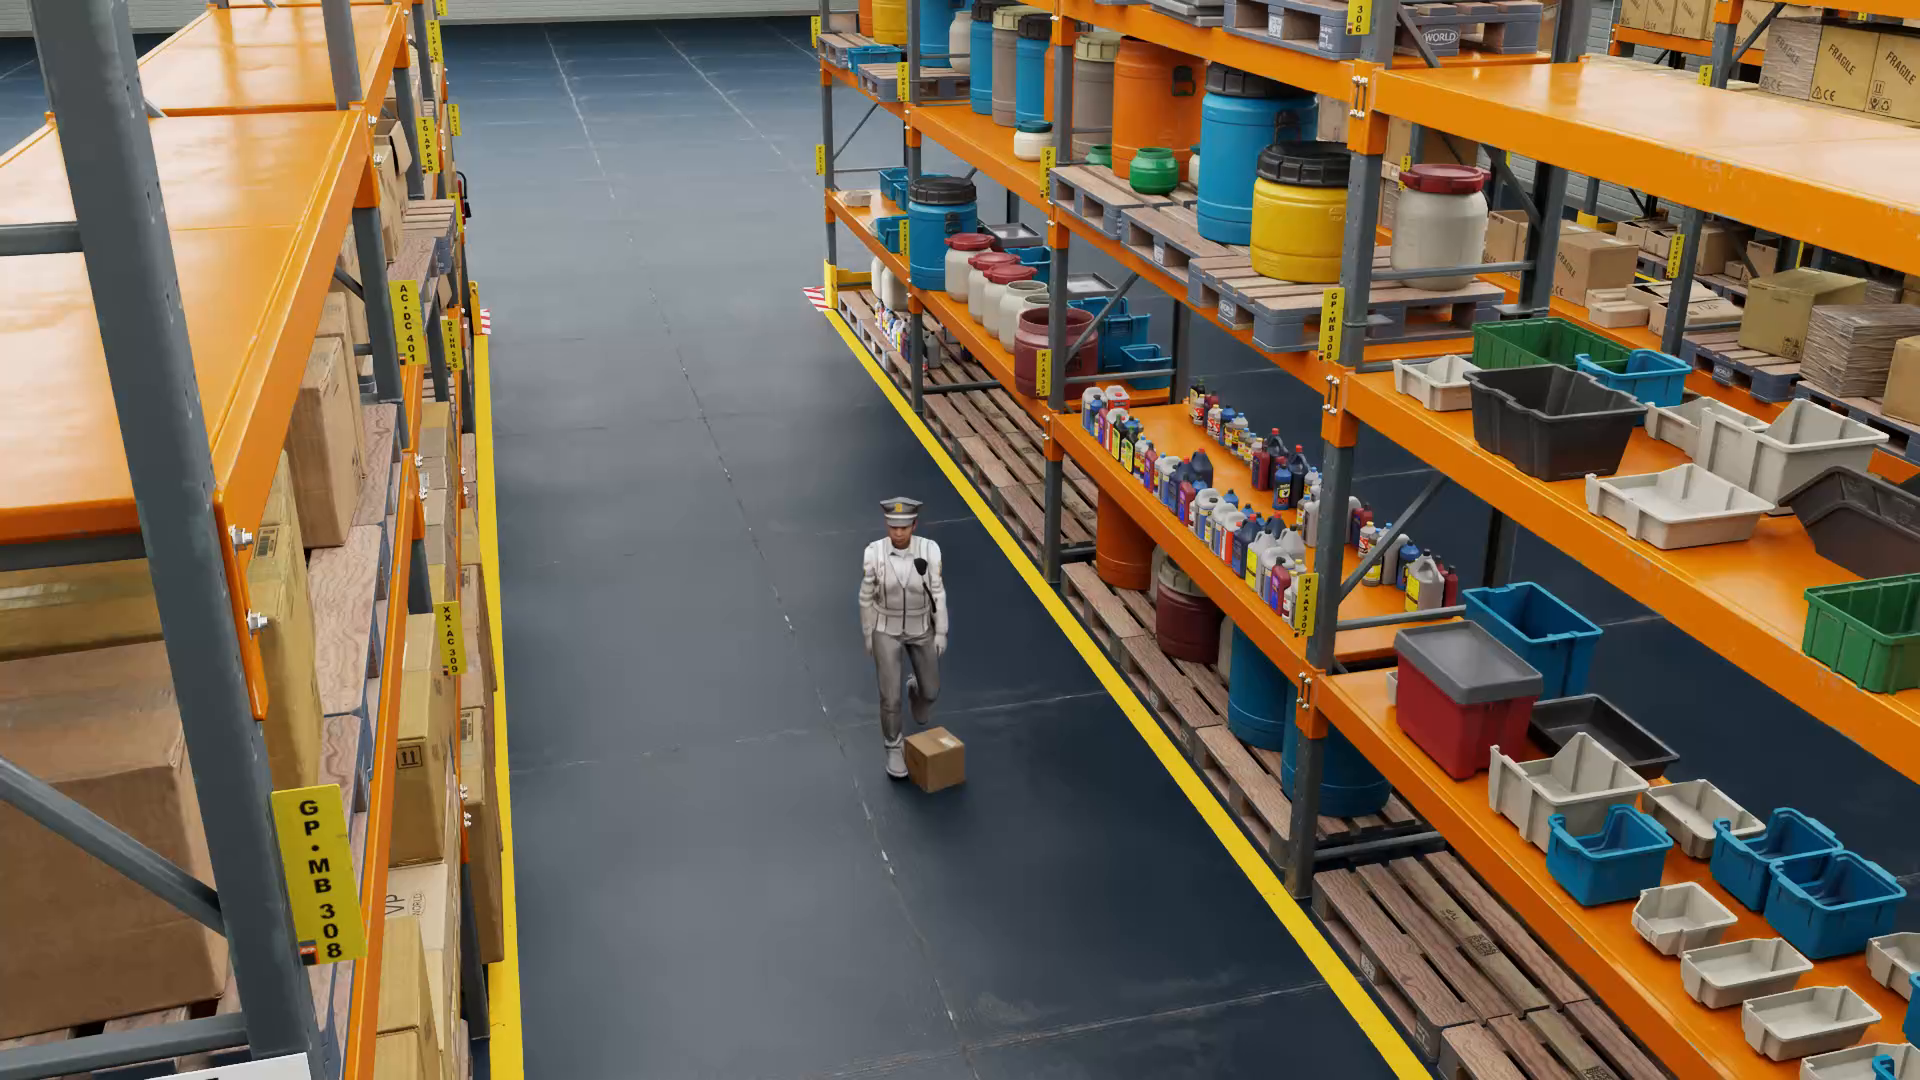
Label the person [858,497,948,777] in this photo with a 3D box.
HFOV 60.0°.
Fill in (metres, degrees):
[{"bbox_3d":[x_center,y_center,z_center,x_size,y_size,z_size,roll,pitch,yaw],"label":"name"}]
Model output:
[{"bbox_3d":[-0.326,0.478,9.449,0.500,1.666,0.618,-3,23,-6],"label":"person"}]
